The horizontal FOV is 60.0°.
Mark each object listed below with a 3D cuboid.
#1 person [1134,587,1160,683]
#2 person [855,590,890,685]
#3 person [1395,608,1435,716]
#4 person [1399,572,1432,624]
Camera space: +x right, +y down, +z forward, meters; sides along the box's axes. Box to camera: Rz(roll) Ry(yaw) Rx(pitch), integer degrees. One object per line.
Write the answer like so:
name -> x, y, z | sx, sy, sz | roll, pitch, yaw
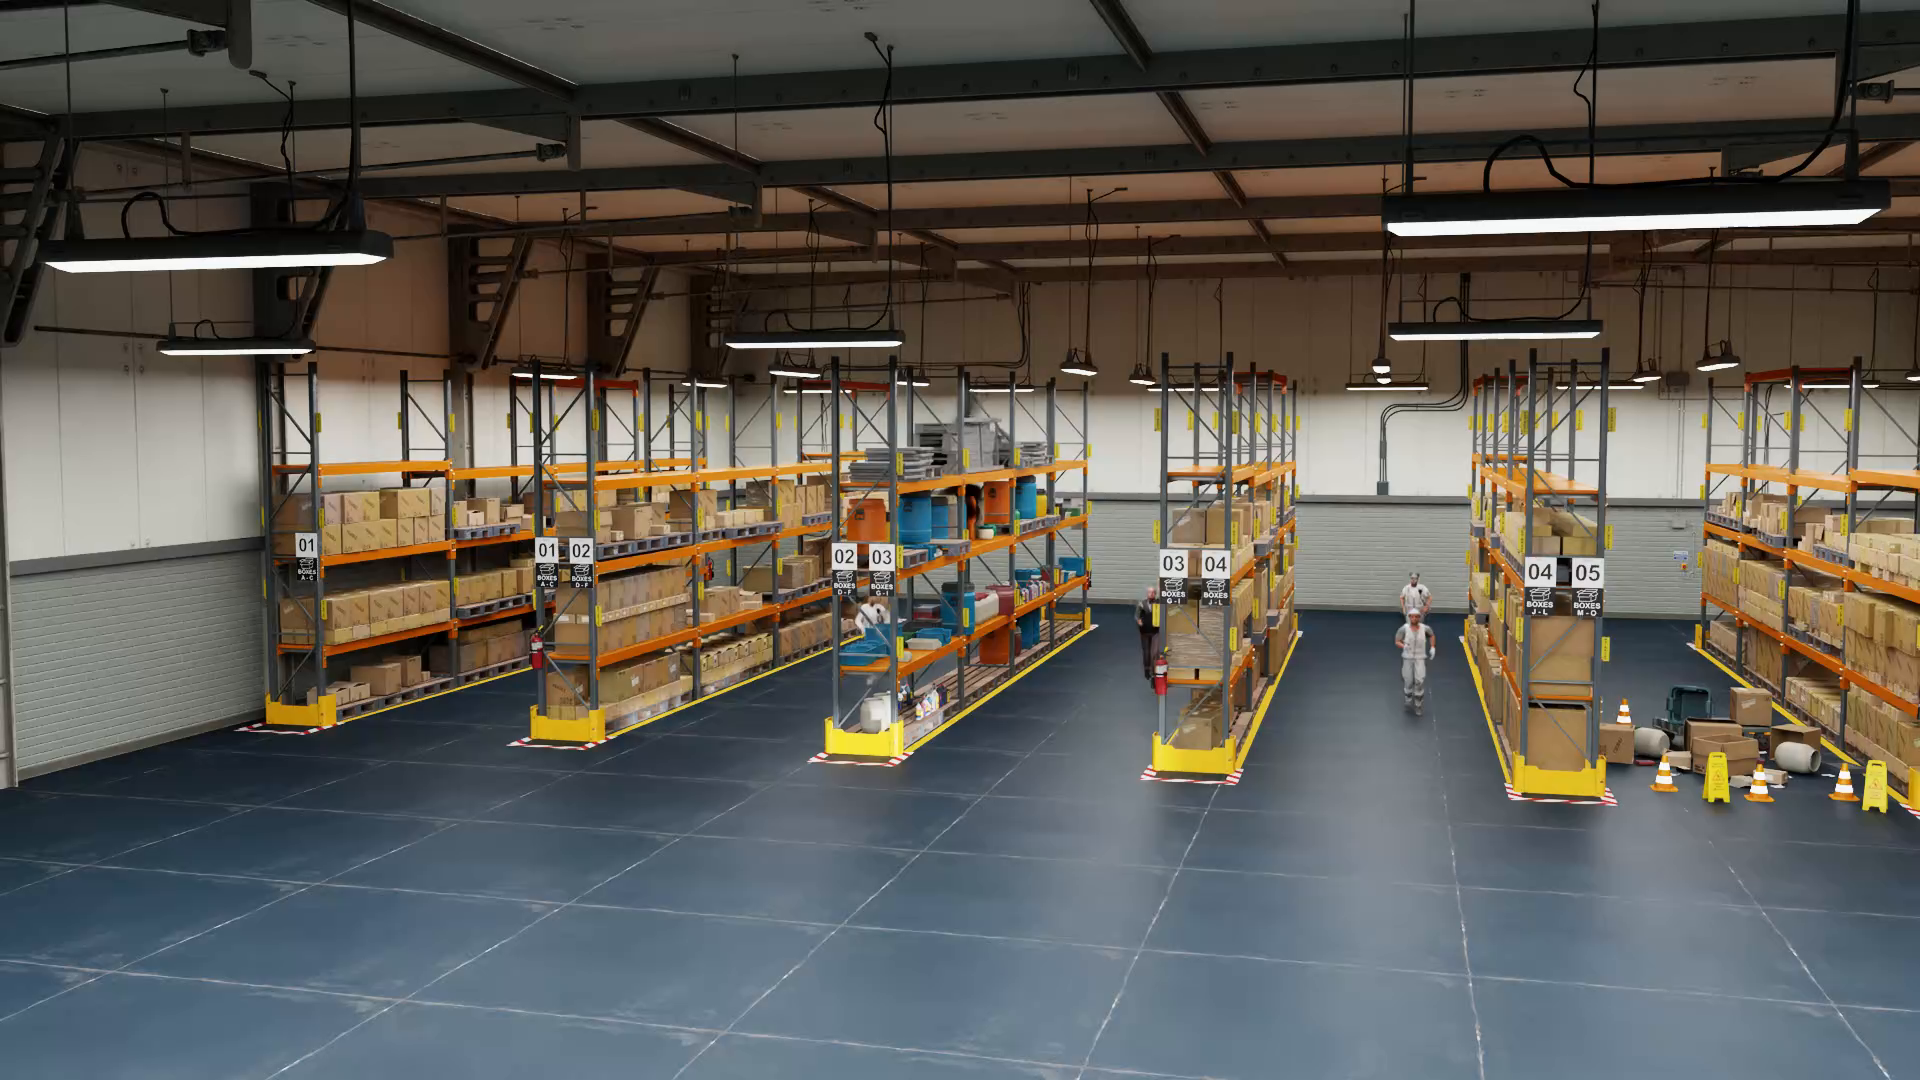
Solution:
person -> 3.503, 1.721, 30.435 | 0.646, 1.740, 0.859 | 0, 4, 6
person -> -1.607, 1.743, 30.293 | 0.620, 1.712, 0.755 | 1, 4, 10
person -> 7.849, 2.105, 28.710 | 0.680, 1.864, 0.770 | 1, 4, 14
person -> 9.990, 1.572, 36.482 | 0.685, 1.772, 0.678 | 1, 4, 19
